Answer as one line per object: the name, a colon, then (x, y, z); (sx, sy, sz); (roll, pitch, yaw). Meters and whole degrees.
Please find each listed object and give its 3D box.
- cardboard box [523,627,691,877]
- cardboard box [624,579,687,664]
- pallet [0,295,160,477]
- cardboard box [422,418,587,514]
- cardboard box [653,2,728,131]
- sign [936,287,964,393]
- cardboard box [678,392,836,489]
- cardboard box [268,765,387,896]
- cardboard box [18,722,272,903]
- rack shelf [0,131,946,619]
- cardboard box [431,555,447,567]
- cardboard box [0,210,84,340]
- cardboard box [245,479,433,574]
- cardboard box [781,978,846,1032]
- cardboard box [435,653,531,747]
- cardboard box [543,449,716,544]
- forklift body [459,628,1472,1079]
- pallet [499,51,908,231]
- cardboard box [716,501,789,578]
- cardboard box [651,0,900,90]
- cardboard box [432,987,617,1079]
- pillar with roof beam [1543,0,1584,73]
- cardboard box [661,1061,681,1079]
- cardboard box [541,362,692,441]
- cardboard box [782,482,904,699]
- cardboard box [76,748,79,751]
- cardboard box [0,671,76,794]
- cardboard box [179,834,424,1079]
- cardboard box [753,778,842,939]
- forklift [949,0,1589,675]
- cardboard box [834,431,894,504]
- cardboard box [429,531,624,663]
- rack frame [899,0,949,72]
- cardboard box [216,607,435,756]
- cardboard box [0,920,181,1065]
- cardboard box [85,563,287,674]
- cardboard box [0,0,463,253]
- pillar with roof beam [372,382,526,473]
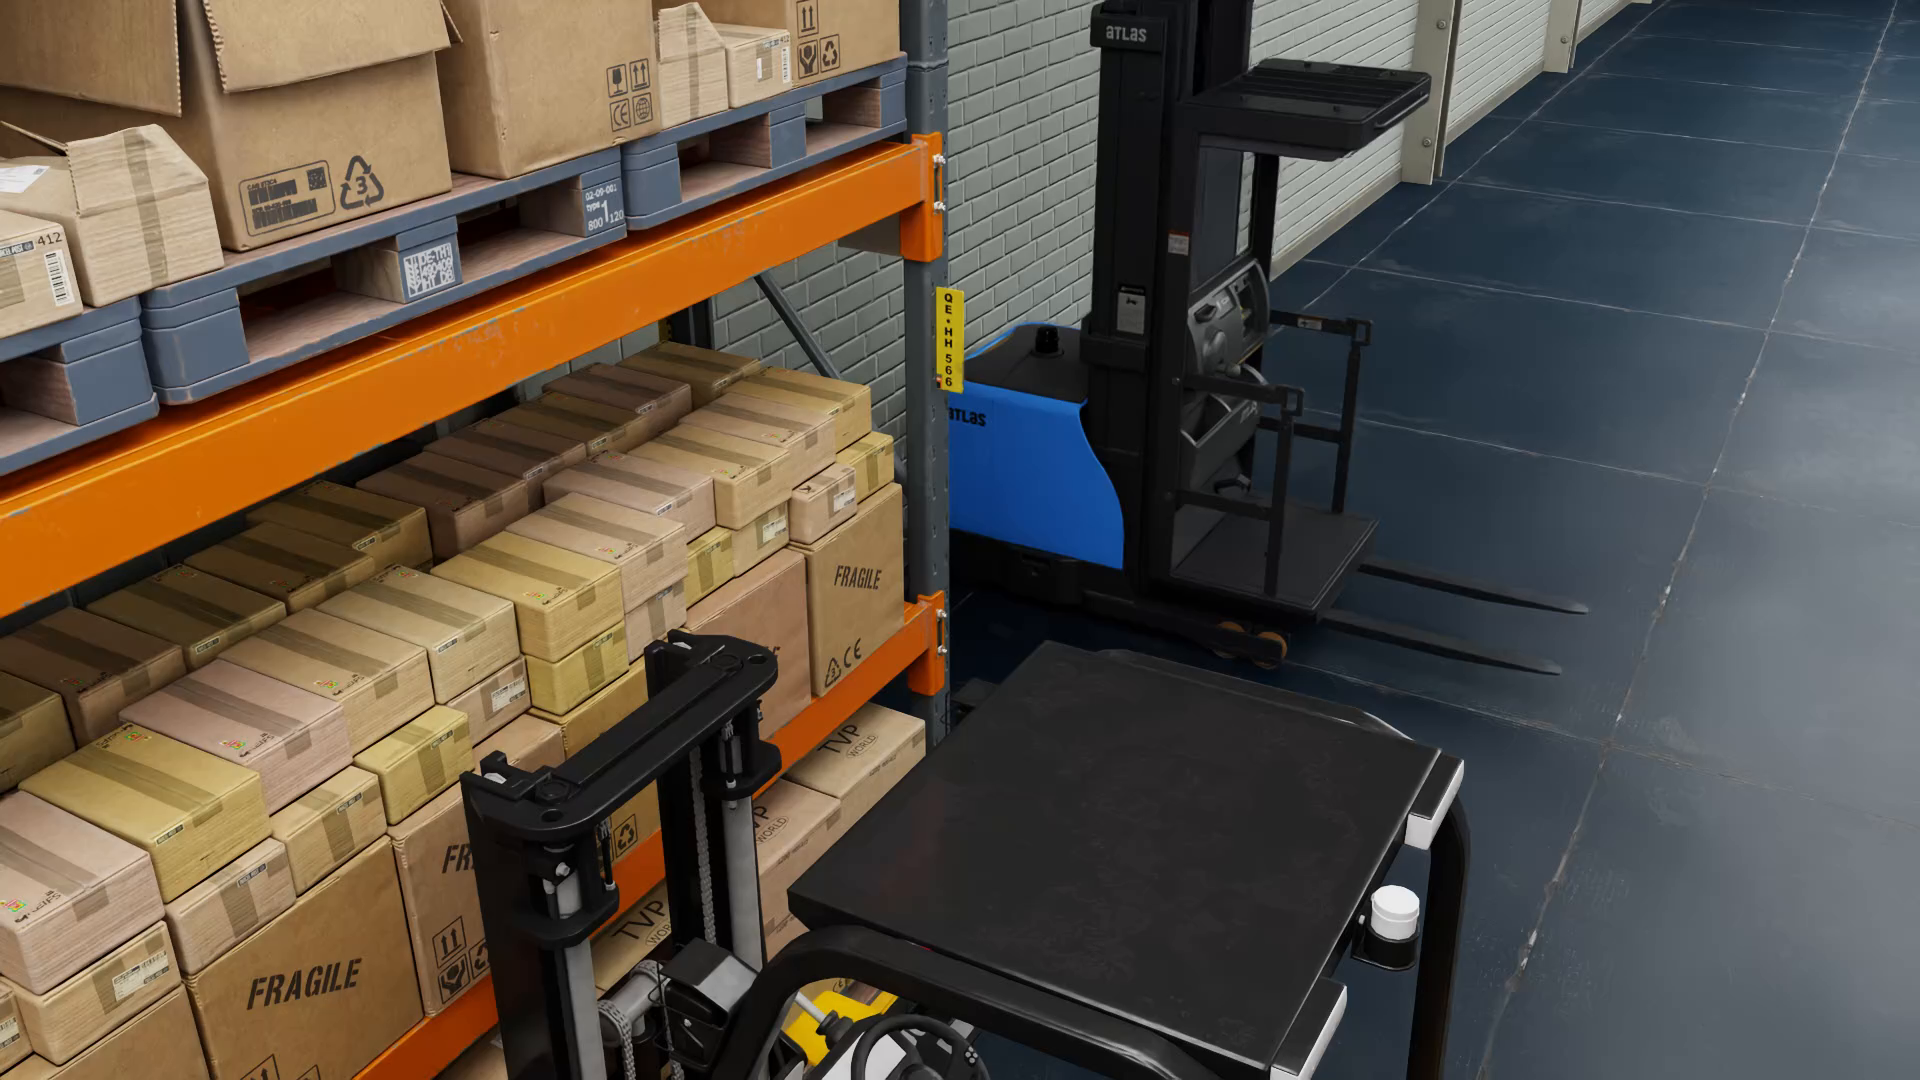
cardboard box: (-1.027, 0.498, 4.293); (0.500, 0.500, 0.500); (14, 30, 25)
cardboard box: (-0.928, 0.157, 4.249); (0.380, 0.149, 0.250); (13, 29, 24)
pallet: (-2.069, -0.188, 2.523); (1.003, 0.211, 1.213); (14, 30, 26)
cardboard box: (-1.260, -0.197, 4.625); (0.380, 0.149, 0.250); (14, 30, 26)
cardboard box: (-0.767, -1.132, 3.879); (0.396, 0.266, 0.258); (14, 30, 26)
sign: (-0.033, -0.606, 5.051); (0.100, 0.325, 0.005); (14, 30, 26)
cardboard box: (-0.586, -0.286, 4.802); (0.380, 0.149, 0.250); (14, 30, 26)
cardboard box: (-1.426, 0.558, 3.448); (0.380, 0.149, 0.250); (13, 29, 24)
cardboard box: (-1.563, 0.517, 3.197); (0.380, 0.149, 0.250); (14, 30, 25)
rack shelf: (-1.482, -0.347, 3.546); (1.077, 0.370, 4.000); (14, 30, 26)
cardboard box: (-1.456, 0.013, 4.536); (0.380, 0.149, 0.250); (15, 30, 27)
cardboard box: (-1.603, -0.417, 2.581); (0.380, 0.149, 0.250); (15, 30, 28)
cardboard box: (-1.583, -0.009, 4.247); (0.380, 0.149, 0.250); (13, 30, 25)
cardboard box: (-0.708, 1.379, 5.247); (0.500, 0.250, 0.500); (14, 30, 26)
cardboard box: (-1.236, 0.338, 3.888); (0.380, 0.149, 0.250); (14, 30, 26)
cardboard box: (-0.878, -0.097, 4.425); (0.380, 0.149, 0.250); (14, 30, 26)
forklift body: (0.157, 1.413, 3.524); (2.313, 2.155, 1.214); (14, 30, 26)
pallet: (-0.869, -1.139, 4.422); (1.003, 0.211, 1.213); (14, 30, 26)
cardboard box: (-0.706, -0.051, 4.665); (0.380, 0.149, 0.250); (15, 30, 27)
cardboard box: (-0.504, -1.499, 4.351); (0.500, 0.500, 0.500); (15, 30, 28)
cardboard box: (-1.195, 1.331, 4.226); (0.500, 0.250, 0.500); (14, 30, 25)
pillar with roof beam: (10.977, -8.784, 16.244); (9.100, 9.000, 0.400); (14, 30, 26)
cardboard box: (-0.958, 1.369, 4.709); (0.500, 0.250, 0.500); (13, 30, 25)
cardboard box: (-1.035, -0.401, 5.032); (0.380, 0.149, 0.250); (15, 30, 28)
cardboard box: (-0.512, 0.098, 5.092); (0.500, 0.500, 0.500); (13, 30, 25)
cardboard box: (-1.901, 0.431, 3.701); (0.380, 0.149, 0.250); (14, 30, 26)
cardboard box: (-2.081, 0.390, 3.451); (0.380, 0.149, 0.250); (14, 30, 25)
cardboard box: (-1.531, 0.887, 3.515); (0.500, 0.500, 0.500); (14, 30, 26)
cardboard box: (-0.700, 0.936, 5.015); (0.500, 0.250, 0.500); (15, 30, 27)
forklift: (1.400, -0.996, 7.465); (3.031, 2.935, 1.130); (14, 30, 26)
cardboard box: (-0.425, -0.245, 5.052); (0.380, 0.149, 0.250); (15, 30, 27)
cardboard box: (-1.032, 0.131, 3.970); (0.380, 0.149, 0.250); (15, 30, 27)
rack frame: (-0.499, -2.790, 4.270); (1.000, 3.000, 0.127); (14, 30, 26)
cardboard box: (-1.379, 0.305, 3.622); (0.380, 0.149, 0.250); (14, 30, 26)
cardboard box: (-1.665, 0.762, 3.041); (0.380, 0.149, 0.250); (15, 30, 27)
cardboard box: (-1.762, 0.209, 3.812); (0.380, 0.149, 0.250); (15, 30, 28)
cardboard box: (-1.416, -0.904, 3.158); (0.797, 0.503, 0.637); (15, 30, 28)
pillar with roof beam: (2.122, -1.769, 2.231); (9.100, 9.000, 0.400); (14, 30, 26)
